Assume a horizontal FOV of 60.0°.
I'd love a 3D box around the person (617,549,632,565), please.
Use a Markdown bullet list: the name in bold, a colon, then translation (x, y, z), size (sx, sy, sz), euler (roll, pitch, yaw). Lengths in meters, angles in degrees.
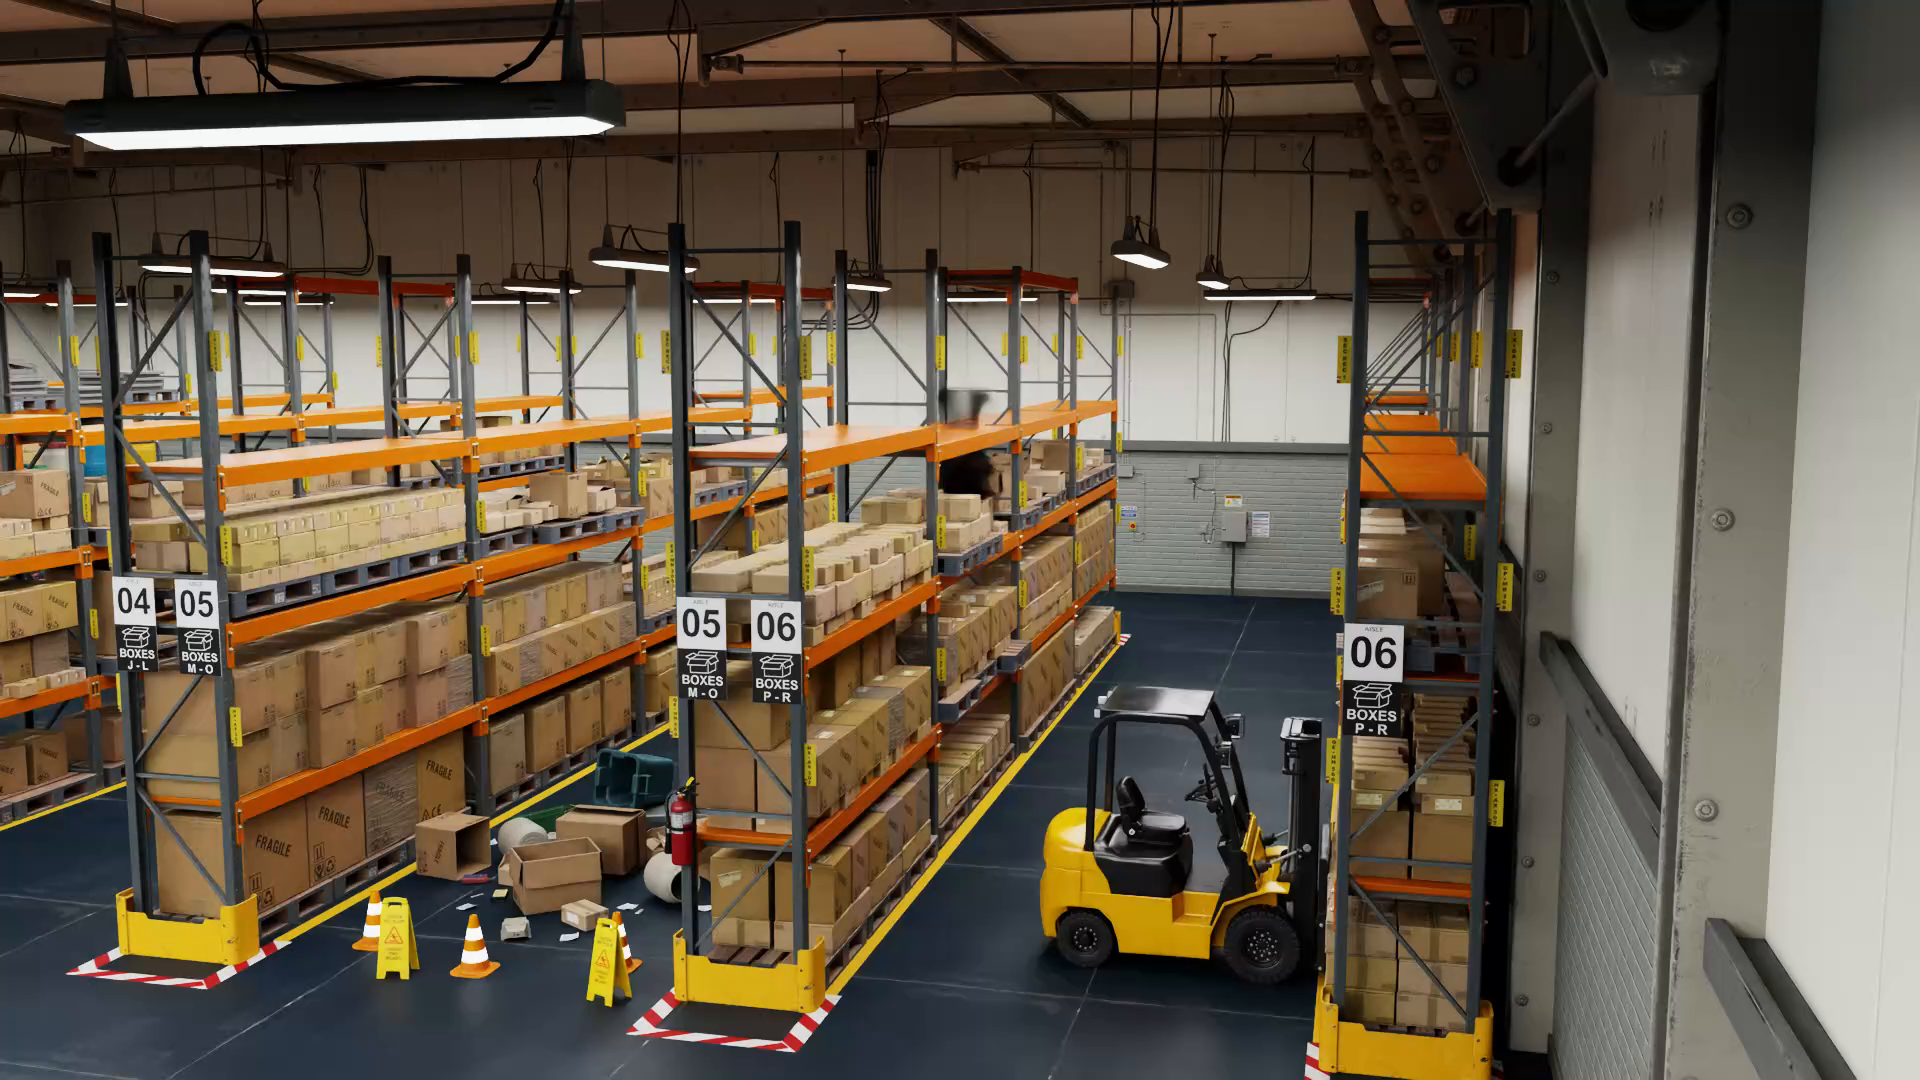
- **person**: translation (-5.718, 0.876, 29.115), size (0.674, 1.531, 0.922), euler (2, 7, 14)
